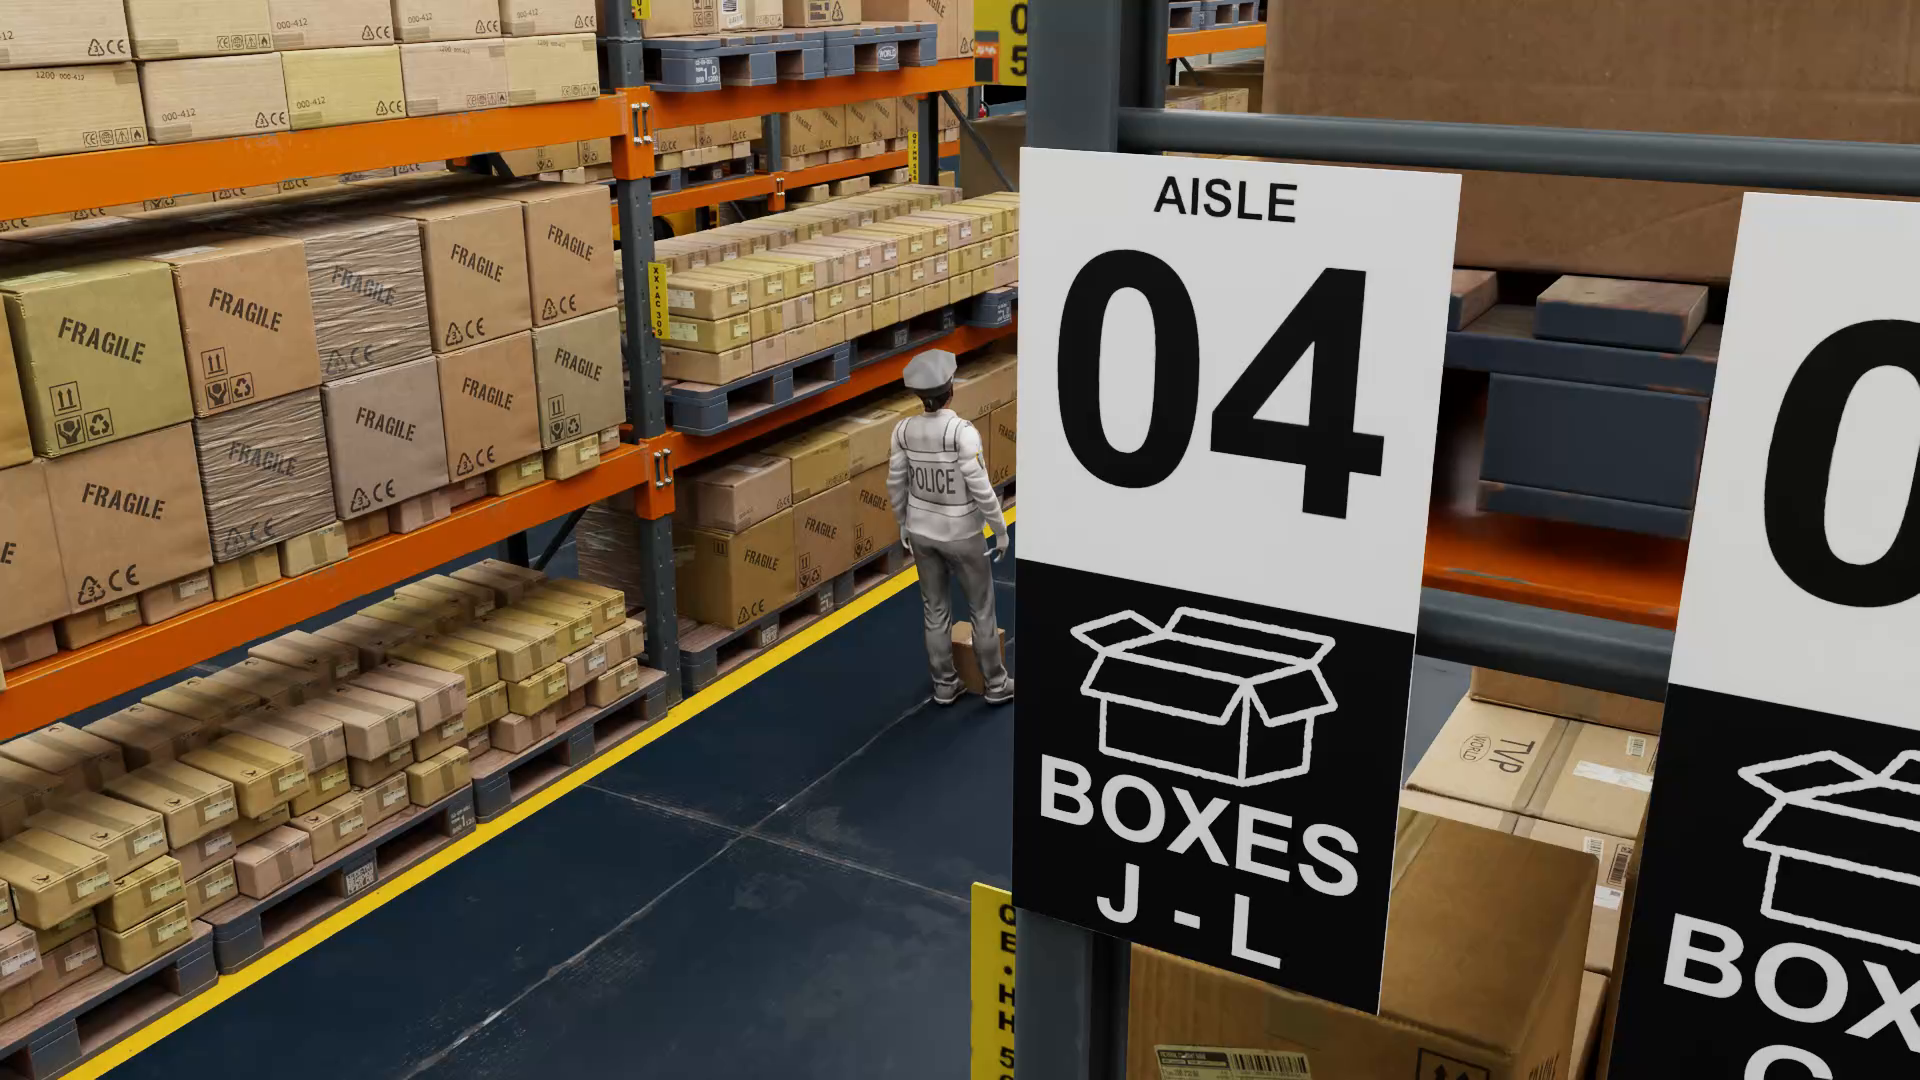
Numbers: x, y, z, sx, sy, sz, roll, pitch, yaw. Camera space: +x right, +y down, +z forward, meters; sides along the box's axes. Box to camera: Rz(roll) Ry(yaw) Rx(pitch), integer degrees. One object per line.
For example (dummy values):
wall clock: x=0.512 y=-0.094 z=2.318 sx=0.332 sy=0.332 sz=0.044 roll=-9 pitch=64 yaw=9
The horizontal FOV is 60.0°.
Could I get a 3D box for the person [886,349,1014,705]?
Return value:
person: x=-0.025 y=-0.052 z=7.639 sx=0.588 sy=1.697 sz=0.534 roll=11 pitch=22 yaw=27
